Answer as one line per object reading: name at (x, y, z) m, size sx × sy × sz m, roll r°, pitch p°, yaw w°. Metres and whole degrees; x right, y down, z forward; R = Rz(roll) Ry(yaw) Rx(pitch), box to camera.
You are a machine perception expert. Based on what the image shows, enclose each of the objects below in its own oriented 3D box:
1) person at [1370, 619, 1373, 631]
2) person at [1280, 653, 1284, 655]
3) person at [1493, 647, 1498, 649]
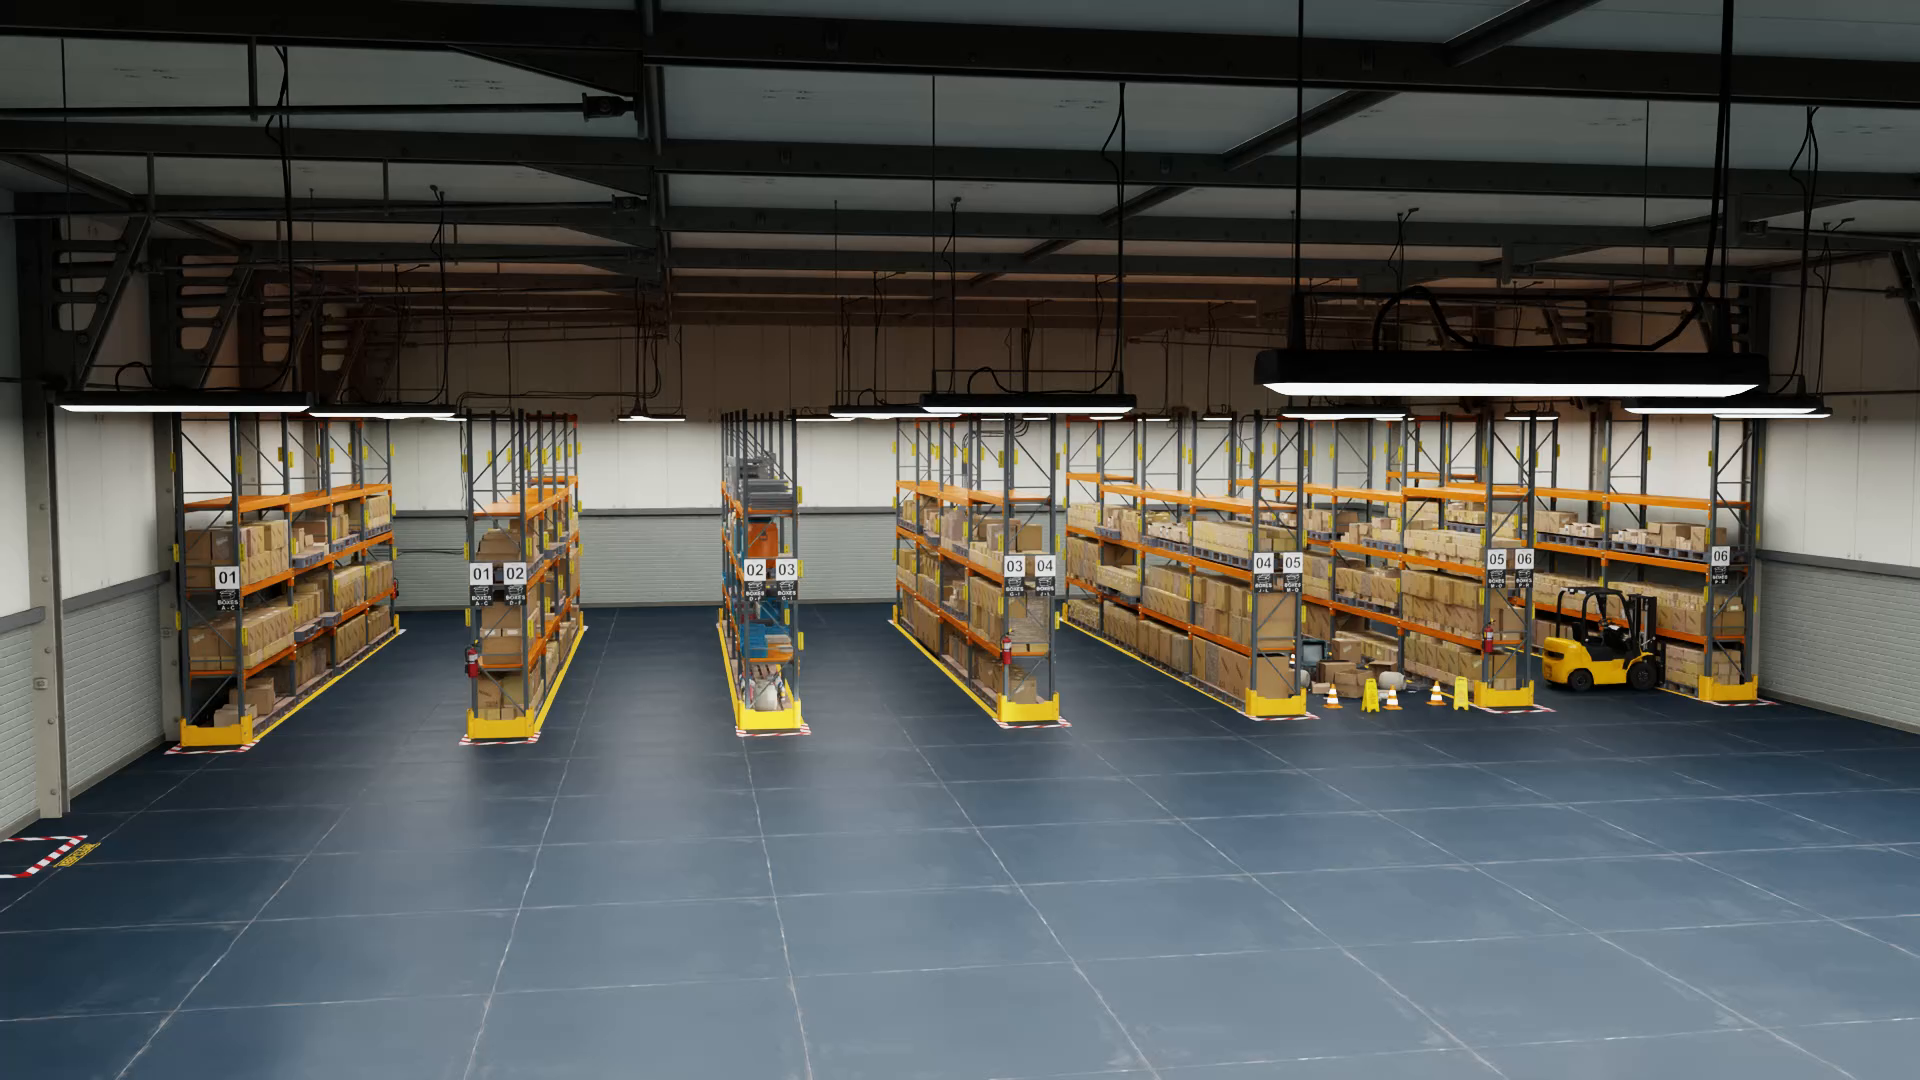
person at (11.030, 1.710, 45.055) m, size 0.609 × 1.787 × 0.403 m, roll -3°, pitch 5°, yaw -35°
person at (7.518, 2.102, 39.446) m, size 0.530 × 1.821 × 0.555 m, roll -1°, pitch 4°, yaw -18°
person at (12.087, 2.281, 37.935) m, size 0.499 × 1.515 × 0.676 m, roll 0°, pitch 4°, yaw -7°
